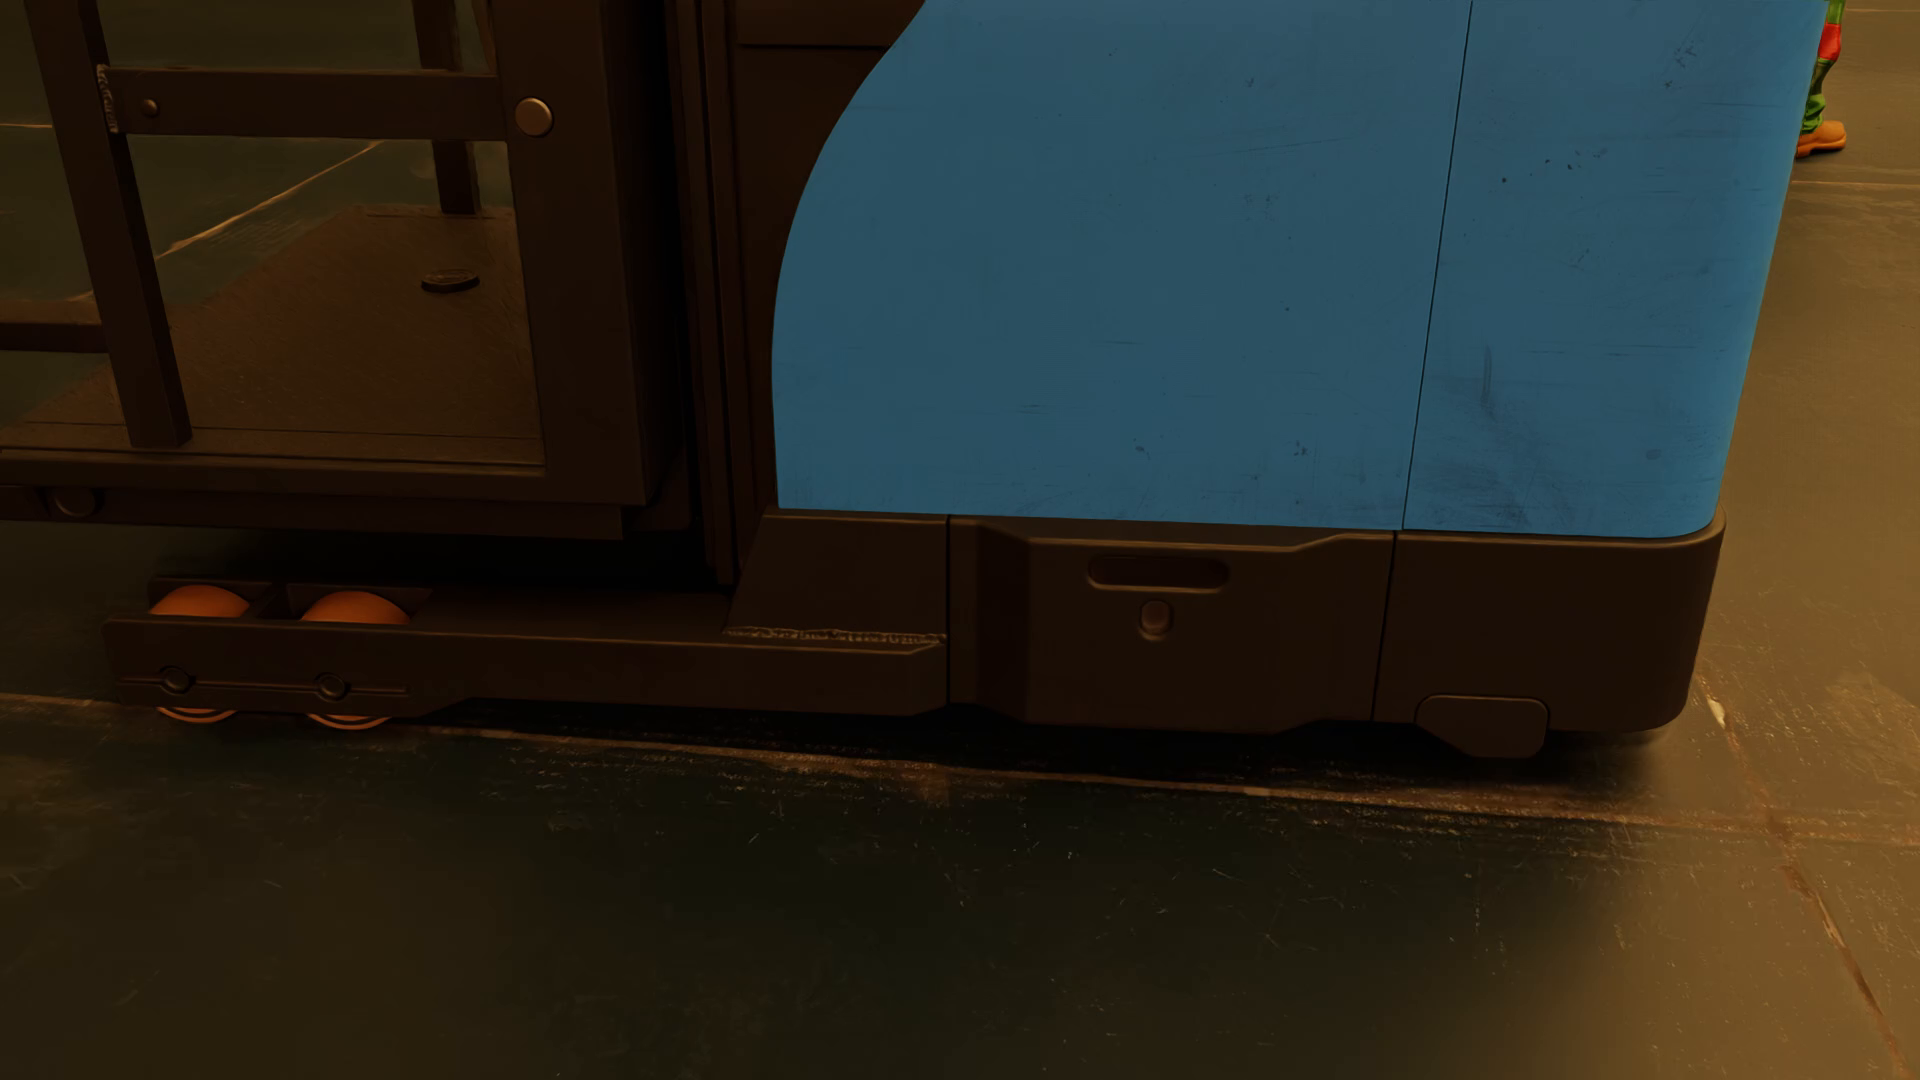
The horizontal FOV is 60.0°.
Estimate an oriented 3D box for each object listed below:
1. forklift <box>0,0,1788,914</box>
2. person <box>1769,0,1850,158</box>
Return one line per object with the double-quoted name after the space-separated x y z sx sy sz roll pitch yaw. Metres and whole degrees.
-0.578 -1.191 1.604 3.031 2.935 1.130 -9 28 -18 "forklift"
2.249 -1.949 4.422 0.607 1.777 0.454 21 33 35 "person"
